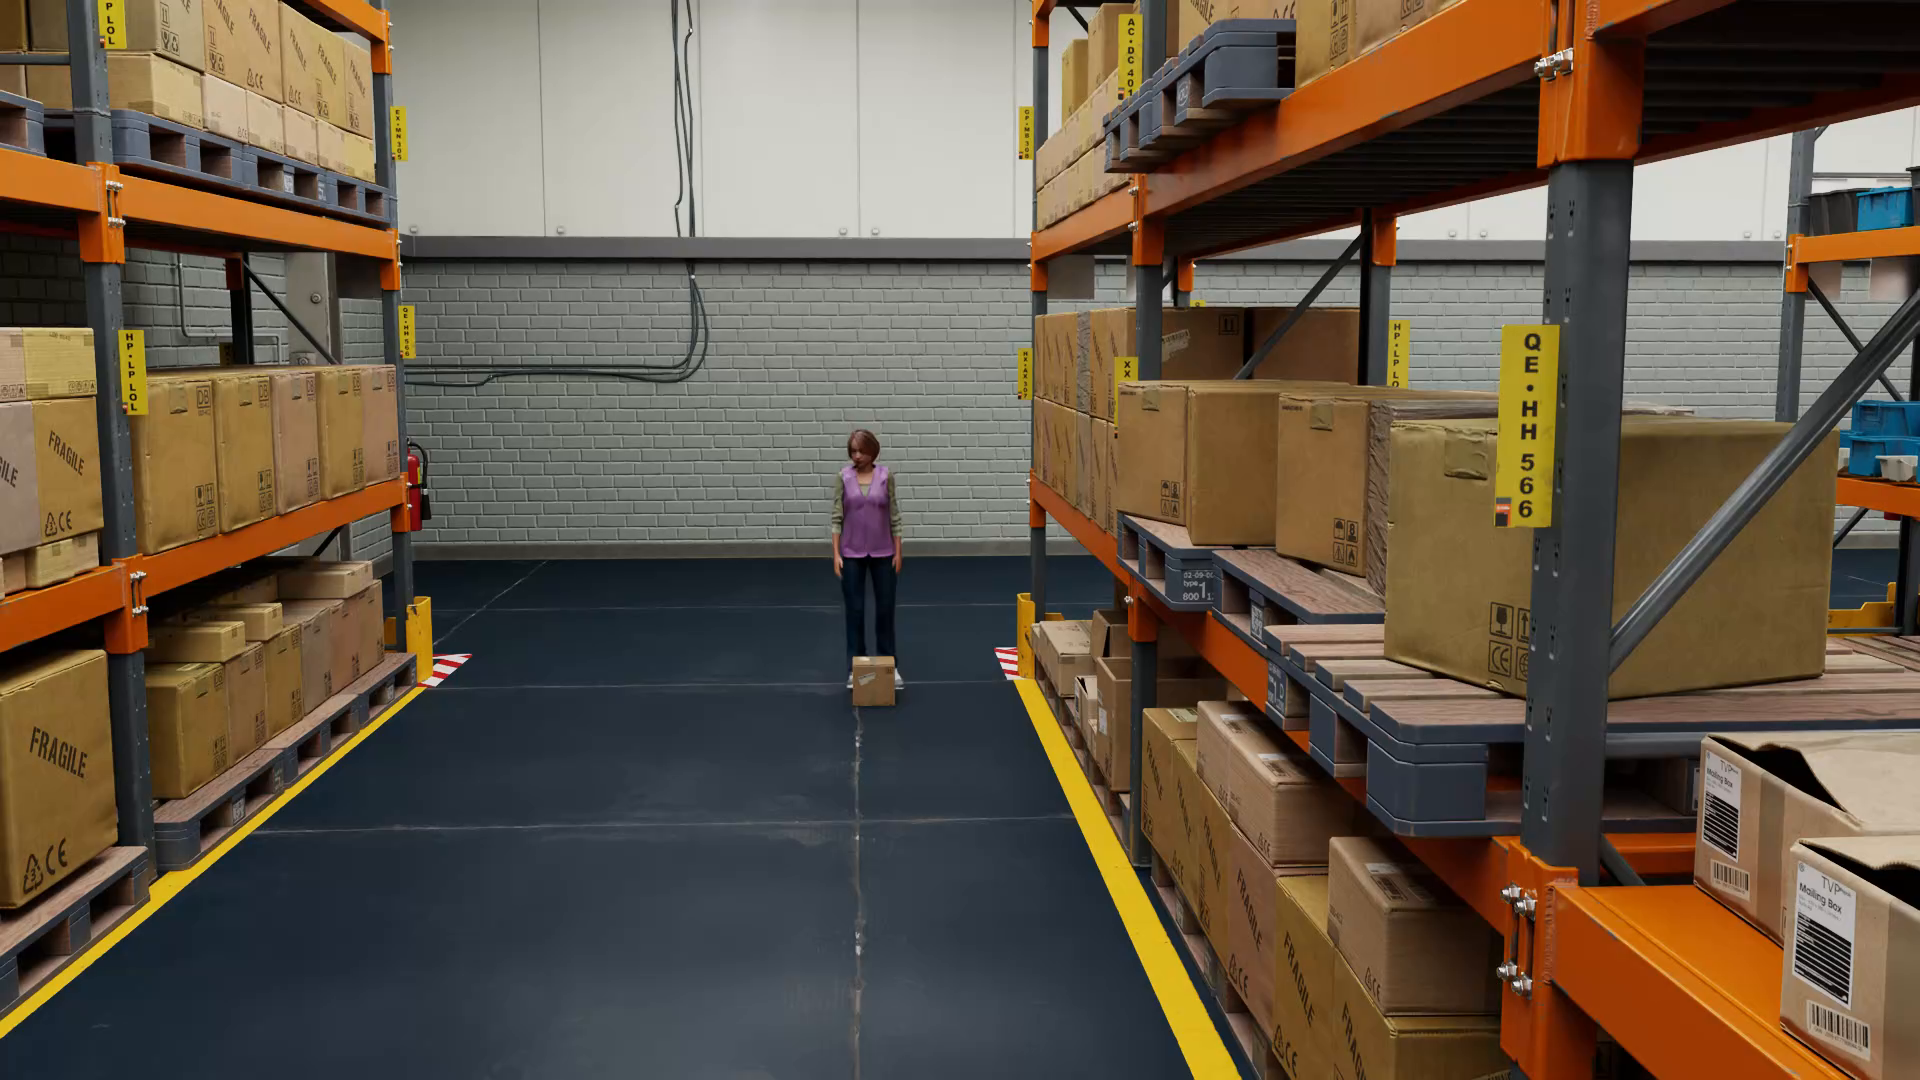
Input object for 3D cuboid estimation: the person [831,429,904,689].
[{"bbox_3d":[-0.575,0.128,10.301,0.447,1.628,0.348,-1,7,-6],"label":"person"}]
